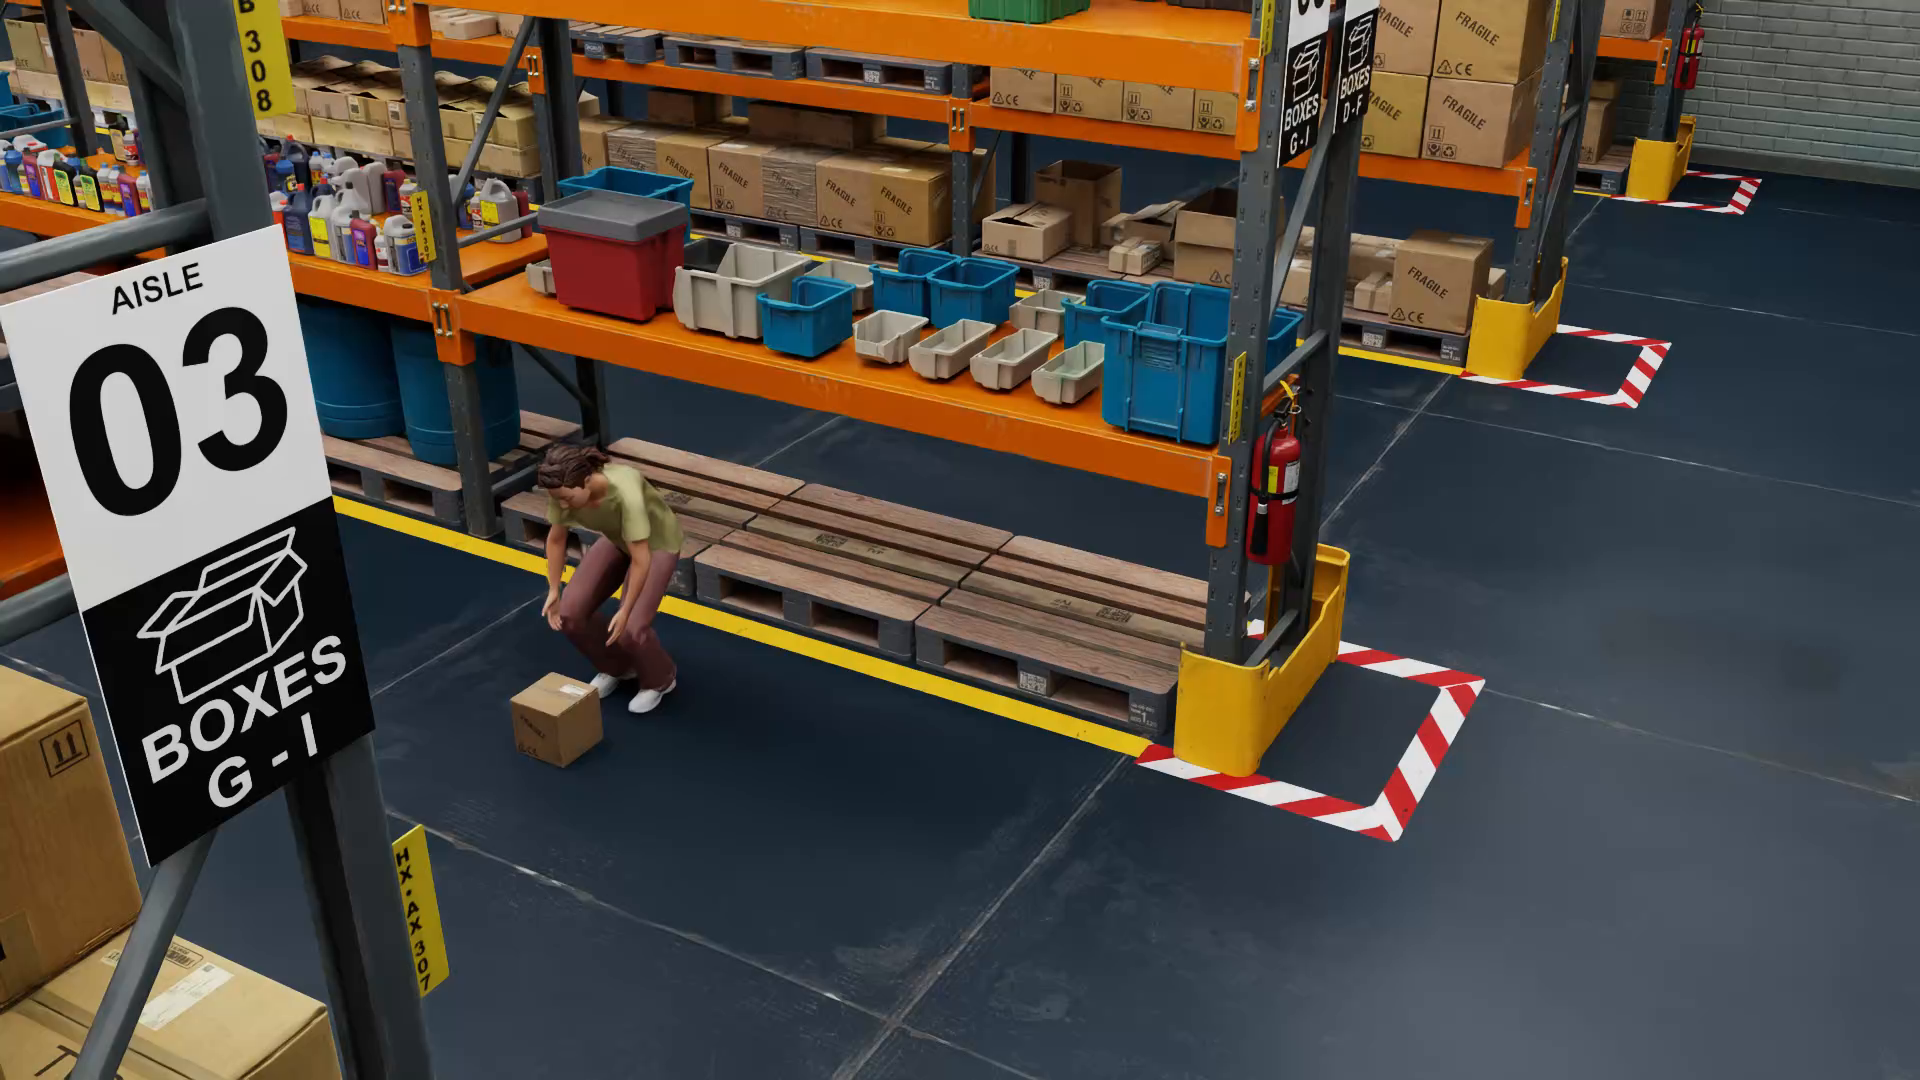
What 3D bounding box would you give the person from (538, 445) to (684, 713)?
[{"bbox_3d":[-1.408,0.122,6.825,0.511,1.275,0.696,14,30,26],"label":"person"}]
